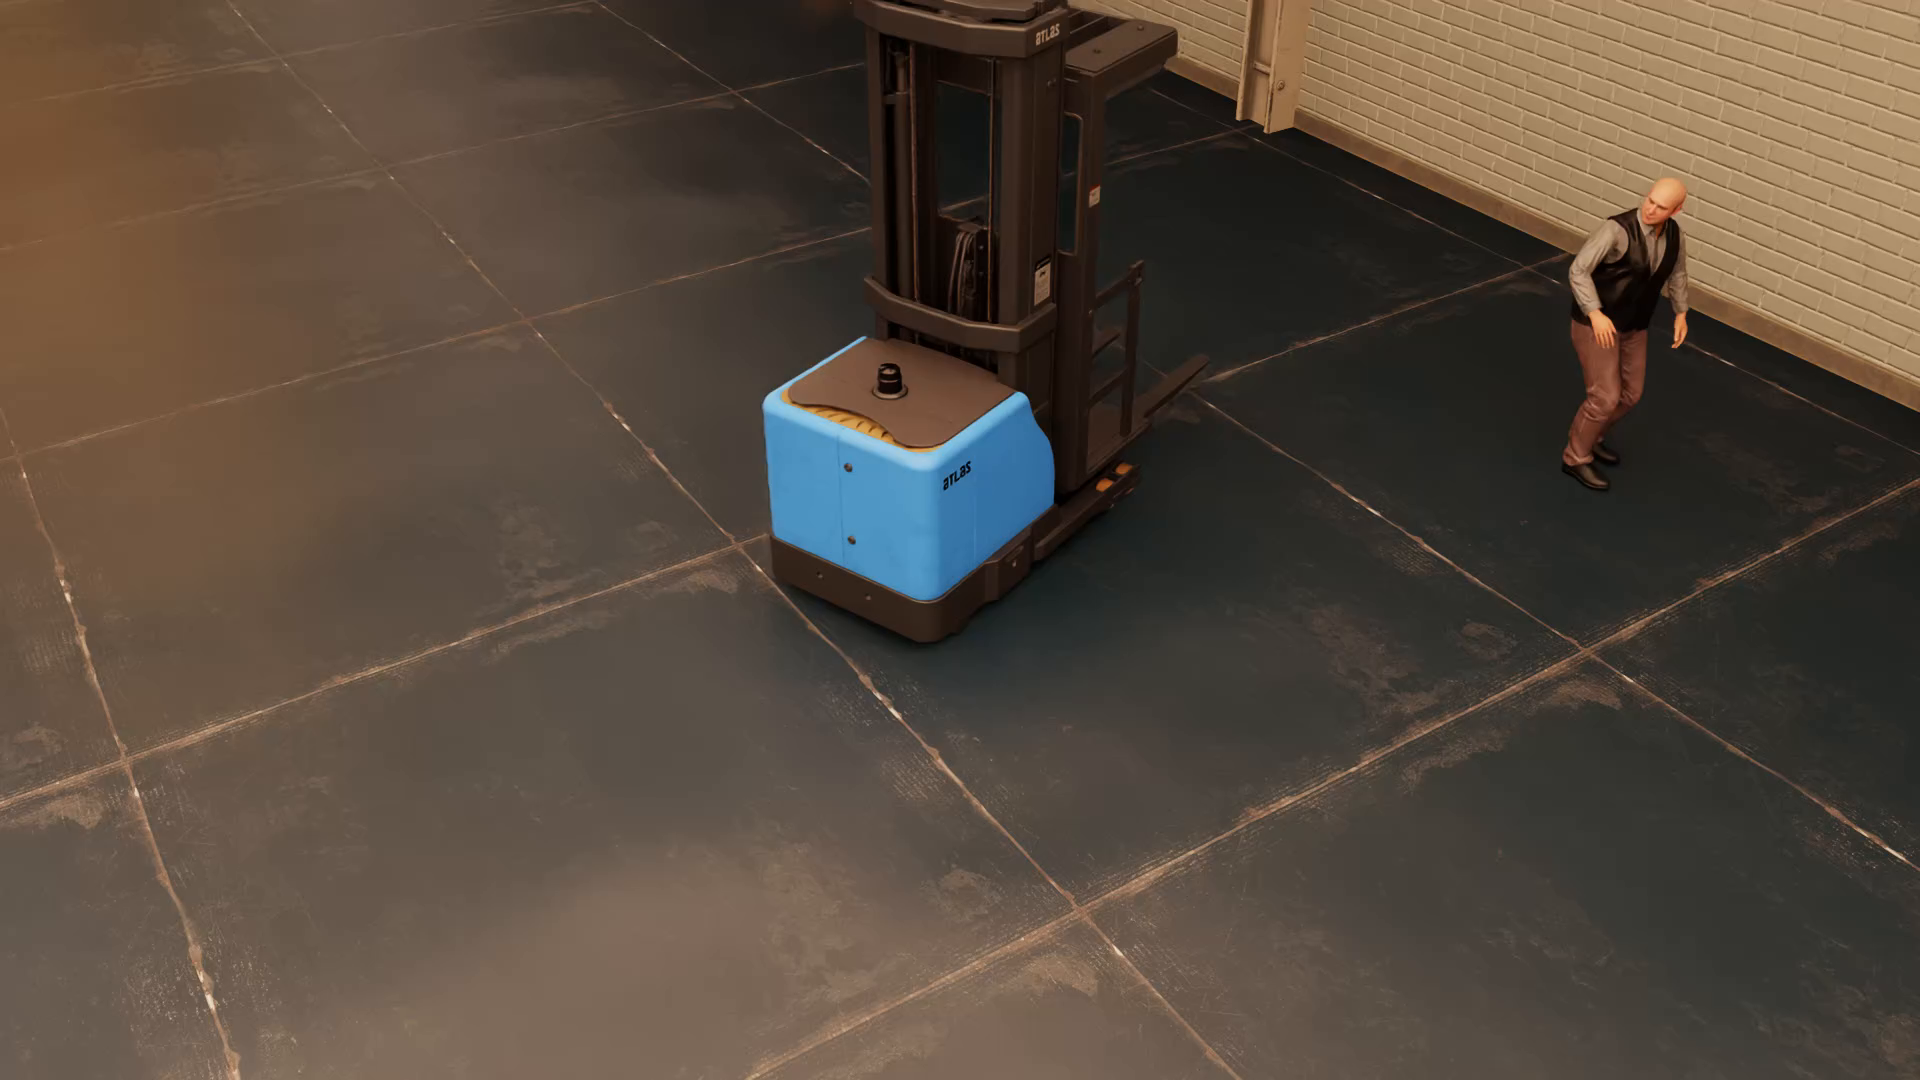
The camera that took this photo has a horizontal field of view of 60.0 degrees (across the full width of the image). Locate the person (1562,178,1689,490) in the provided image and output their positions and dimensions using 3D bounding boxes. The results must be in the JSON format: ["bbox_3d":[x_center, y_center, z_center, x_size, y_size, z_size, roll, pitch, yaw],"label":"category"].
[{"bbox_3d":[3.554,-1.123,8.837,0.728,1.690,0.511,-17,39,-23],"label":"person"}]

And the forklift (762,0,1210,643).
[{"bbox_3d":[0.326,-1.510,8.297,1.130,2.935,3.031,23,41,29],"label":"forklift"}]
